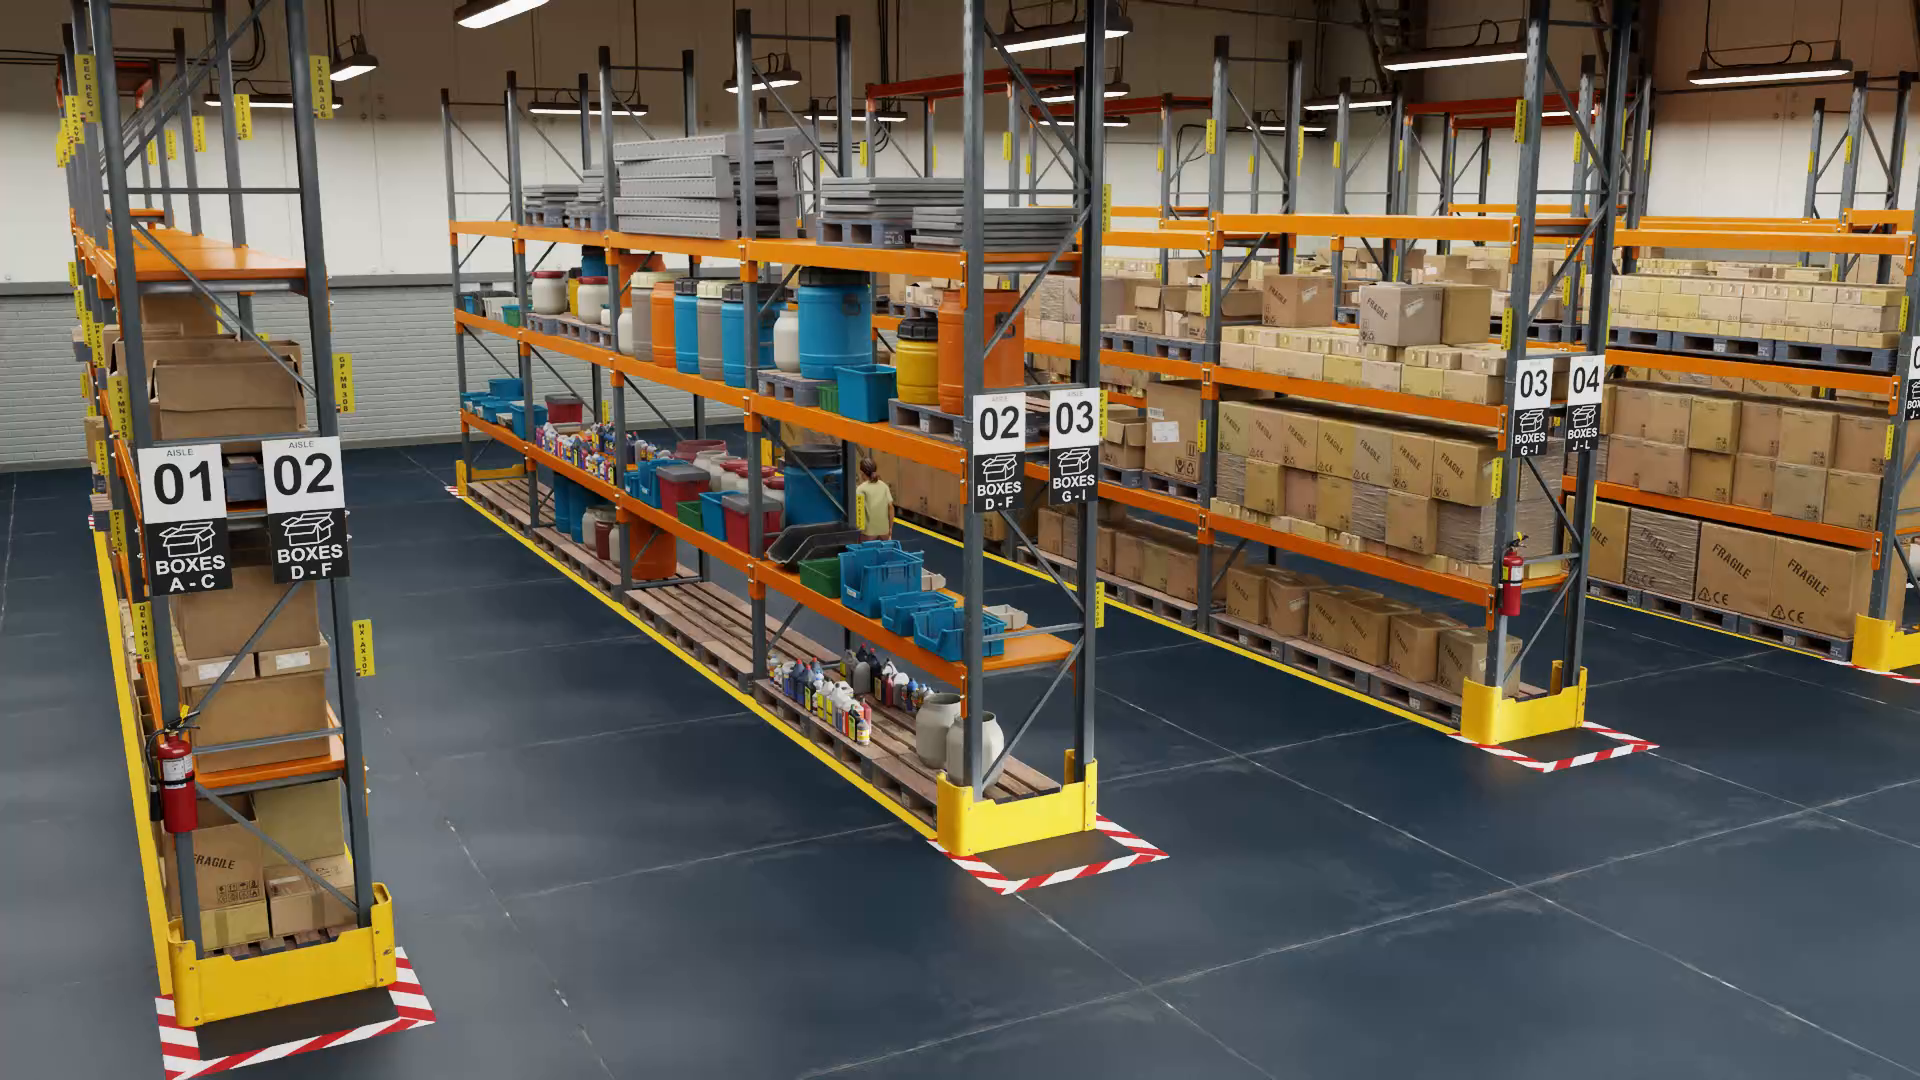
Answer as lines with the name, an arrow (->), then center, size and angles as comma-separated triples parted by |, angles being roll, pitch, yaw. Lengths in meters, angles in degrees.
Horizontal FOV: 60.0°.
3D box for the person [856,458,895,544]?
person -> -0.959, -0.065, 18.300 | 0.508, 1.659, 0.352 | -7, 13, -29
